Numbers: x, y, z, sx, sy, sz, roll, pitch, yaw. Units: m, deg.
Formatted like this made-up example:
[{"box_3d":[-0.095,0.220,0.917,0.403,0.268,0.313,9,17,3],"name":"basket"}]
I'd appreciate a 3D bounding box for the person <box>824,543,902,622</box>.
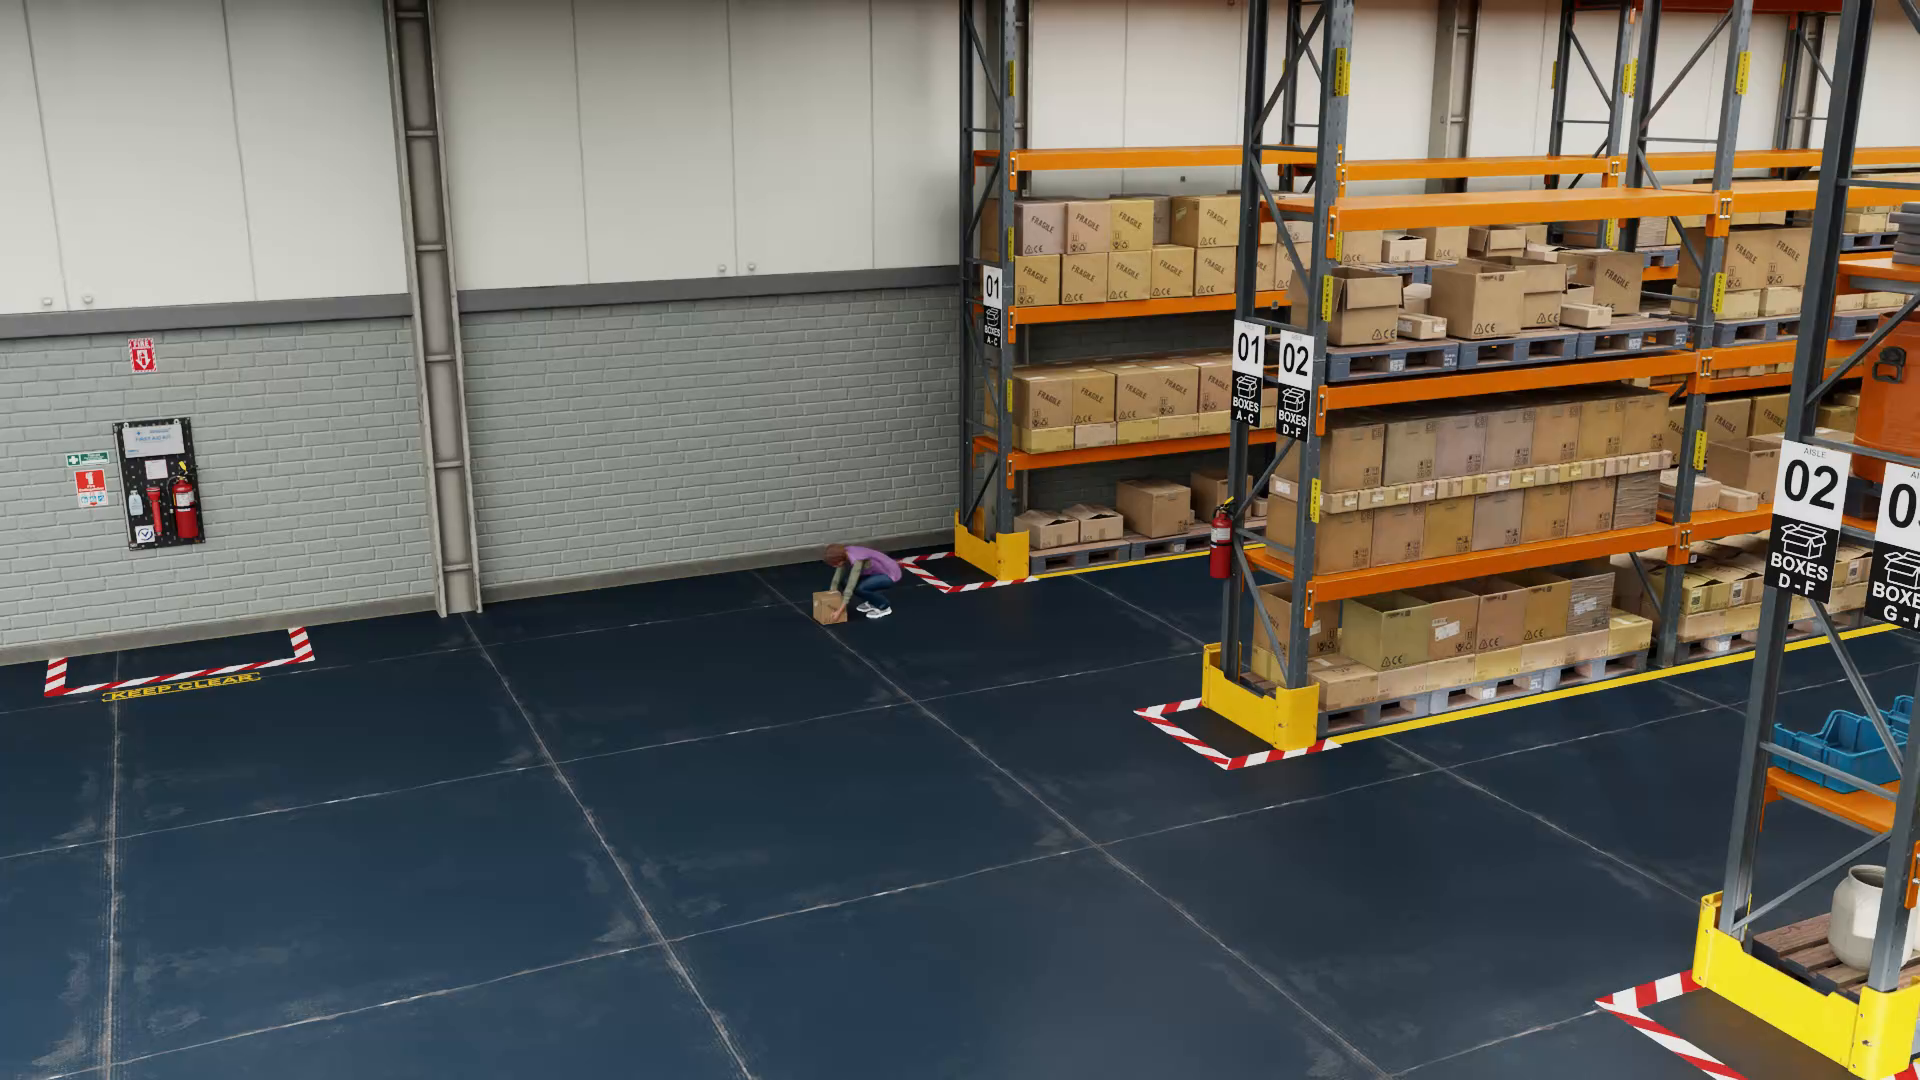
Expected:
[{"box_3d":[-0.943,0.361,16.004,0.805,0.768,0.436,-7,17,-25],"name":"person"}]
